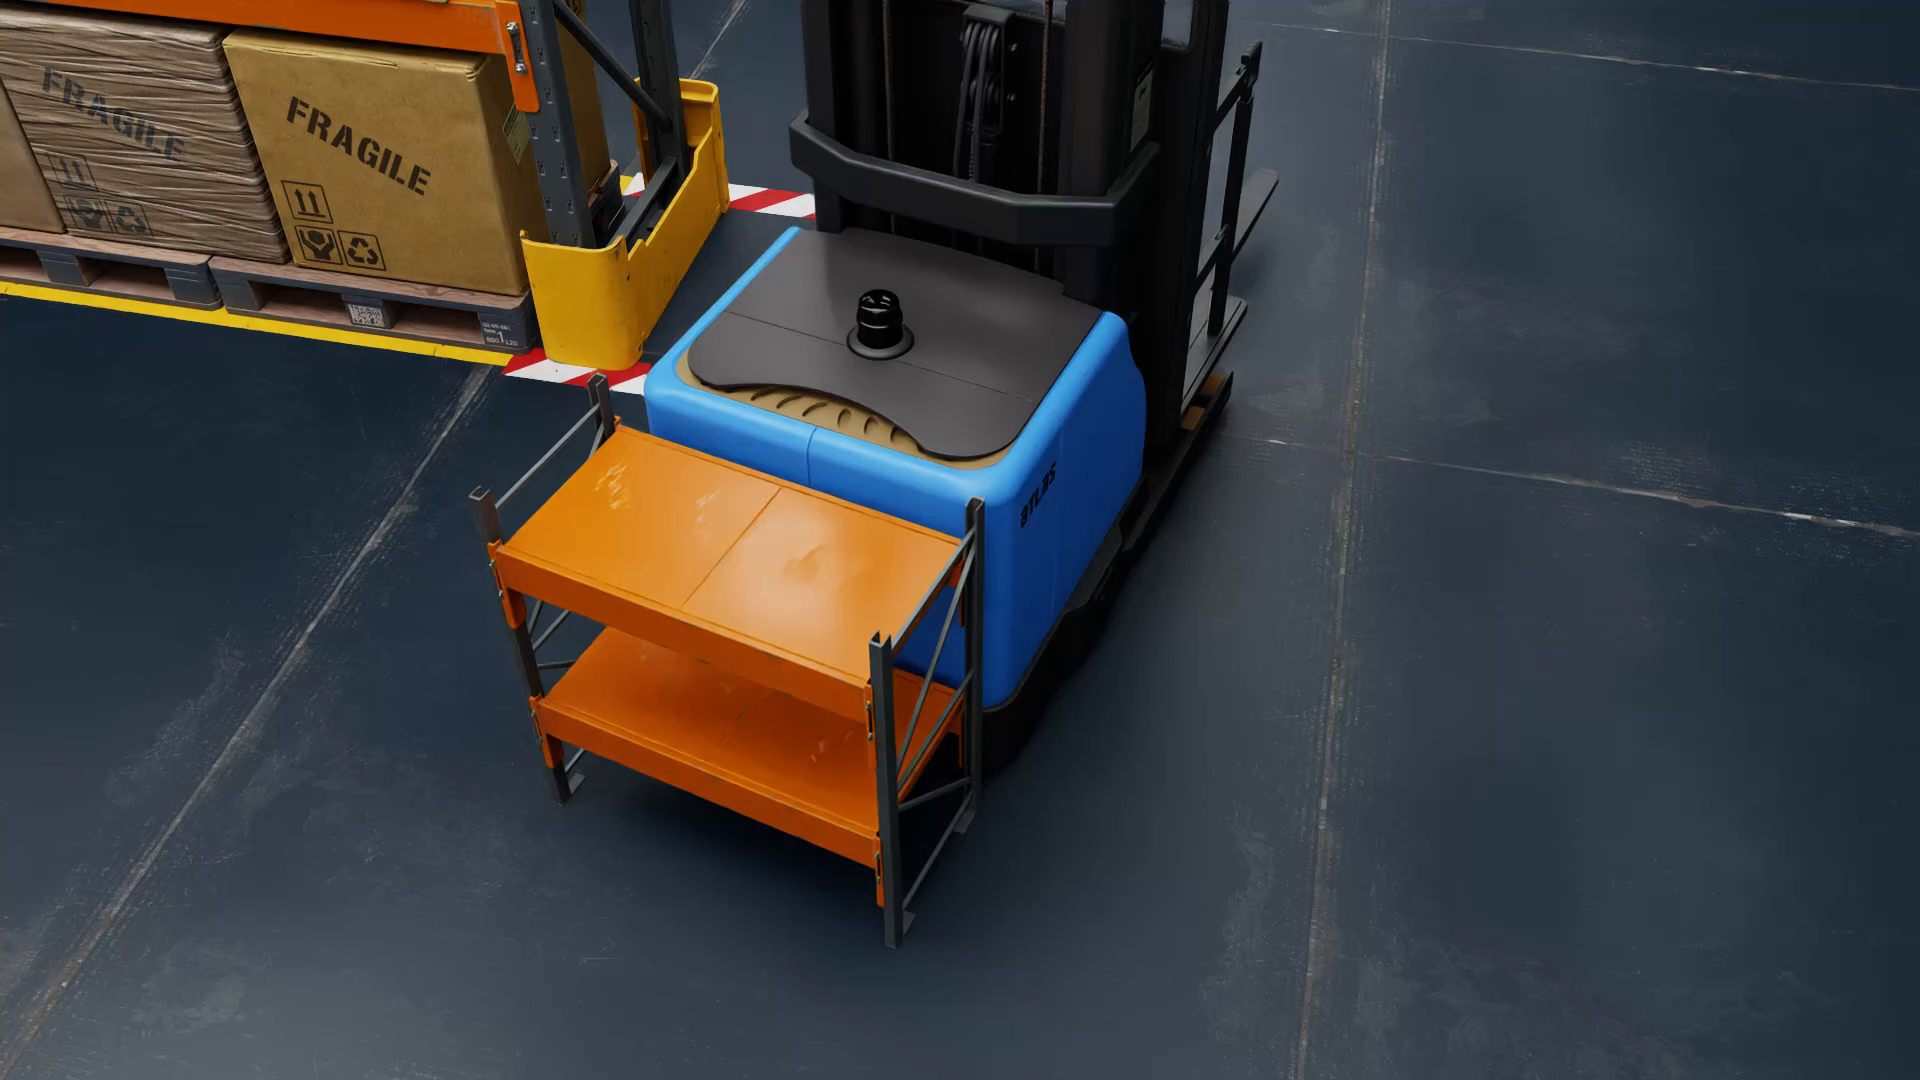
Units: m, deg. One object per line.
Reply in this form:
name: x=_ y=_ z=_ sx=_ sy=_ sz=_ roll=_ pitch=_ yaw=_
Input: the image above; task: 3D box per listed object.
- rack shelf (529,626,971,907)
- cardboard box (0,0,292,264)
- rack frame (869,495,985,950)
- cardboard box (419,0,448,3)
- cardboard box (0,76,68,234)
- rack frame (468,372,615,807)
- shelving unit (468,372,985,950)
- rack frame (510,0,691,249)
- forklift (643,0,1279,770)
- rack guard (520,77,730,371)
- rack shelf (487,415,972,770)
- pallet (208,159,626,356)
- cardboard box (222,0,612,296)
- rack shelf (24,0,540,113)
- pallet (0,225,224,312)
rack shelf: x=-0.523 y=0.487 z=4.286 sx=1.000 sy=0.278 sz=0.538 roll=19 pitch=47 yaw=18
cardboard box: x=-2.754 y=-1.660 z=6.041 sx=0.875 sy=0.875 sz=0.875 roll=9 pitch=45 yaw=9
rack frame: x=-0.066 y=0.464 z=3.956 sx=0.032 sy=1.125 sz=0.500 roll=19 pitch=47 yaw=18
cardboard box: x=-1.643 y=-1.834 z=5.174 sx=0.250 sy=0.149 sz=0.380 roll=10 pitch=45 yaw=10
cardboard box: x=-3.622 y=-1.795 z=6.181 sx=0.875 sy=0.875 sz=0.875 roll=9 pitch=45 yaw=9
rack frame: x=-0.981 y=0.157 z=4.276 sx=0.032 sy=1.125 sz=0.500 roll=19 pitch=47 yaw=18
shelving unit: x=-0.523 y=0.311 z=4.116 sx=1.048 sy=1.125 sz=0.538 roll=19 pitch=47 yaw=18
rack frame: x=-1.224 y=-2.094 z=5.262 sx=0.127 sy=3.000 sz=1.000 roll=9 pitch=45 yaw=9
forklift: x=0.276 y=-1.462 z=4.655 sx=1.130 sy=2.935 sz=3.031 roll=18 pitch=47 yaw=18
rack guard: x=-1.200 y=-1.189 z=6.125 sx=0.348 sy=0.500 sz=1.175 roll=9 pitch=45 yaw=9
rack shelf: x=-0.523 y=0.100 z=3.913 sx=1.000 sy=0.278 sz=0.538 roll=19 pitch=47 yaw=18
pallet: x=-2.021 y=-1.157 z=6.300 sx=1.213 sy=0.211 sz=1.003 roll=9 pitch=45 yaw=9
cardboard box: x=-1.866 y=-1.522 z=5.898 sx=0.875 sy=0.875 sz=0.875 roll=9 pitch=45 yaw=9
rack shelf: x=-3.175 y=-2.137 z=5.826 sx=4.000 sy=0.370 sz=1.077 roll=9 pitch=45 yaw=9
pallet: x=-3.208 y=-1.343 z=6.493 sx=1.213 sy=0.211 sz=1.003 roll=9 pitch=45 yaw=9
